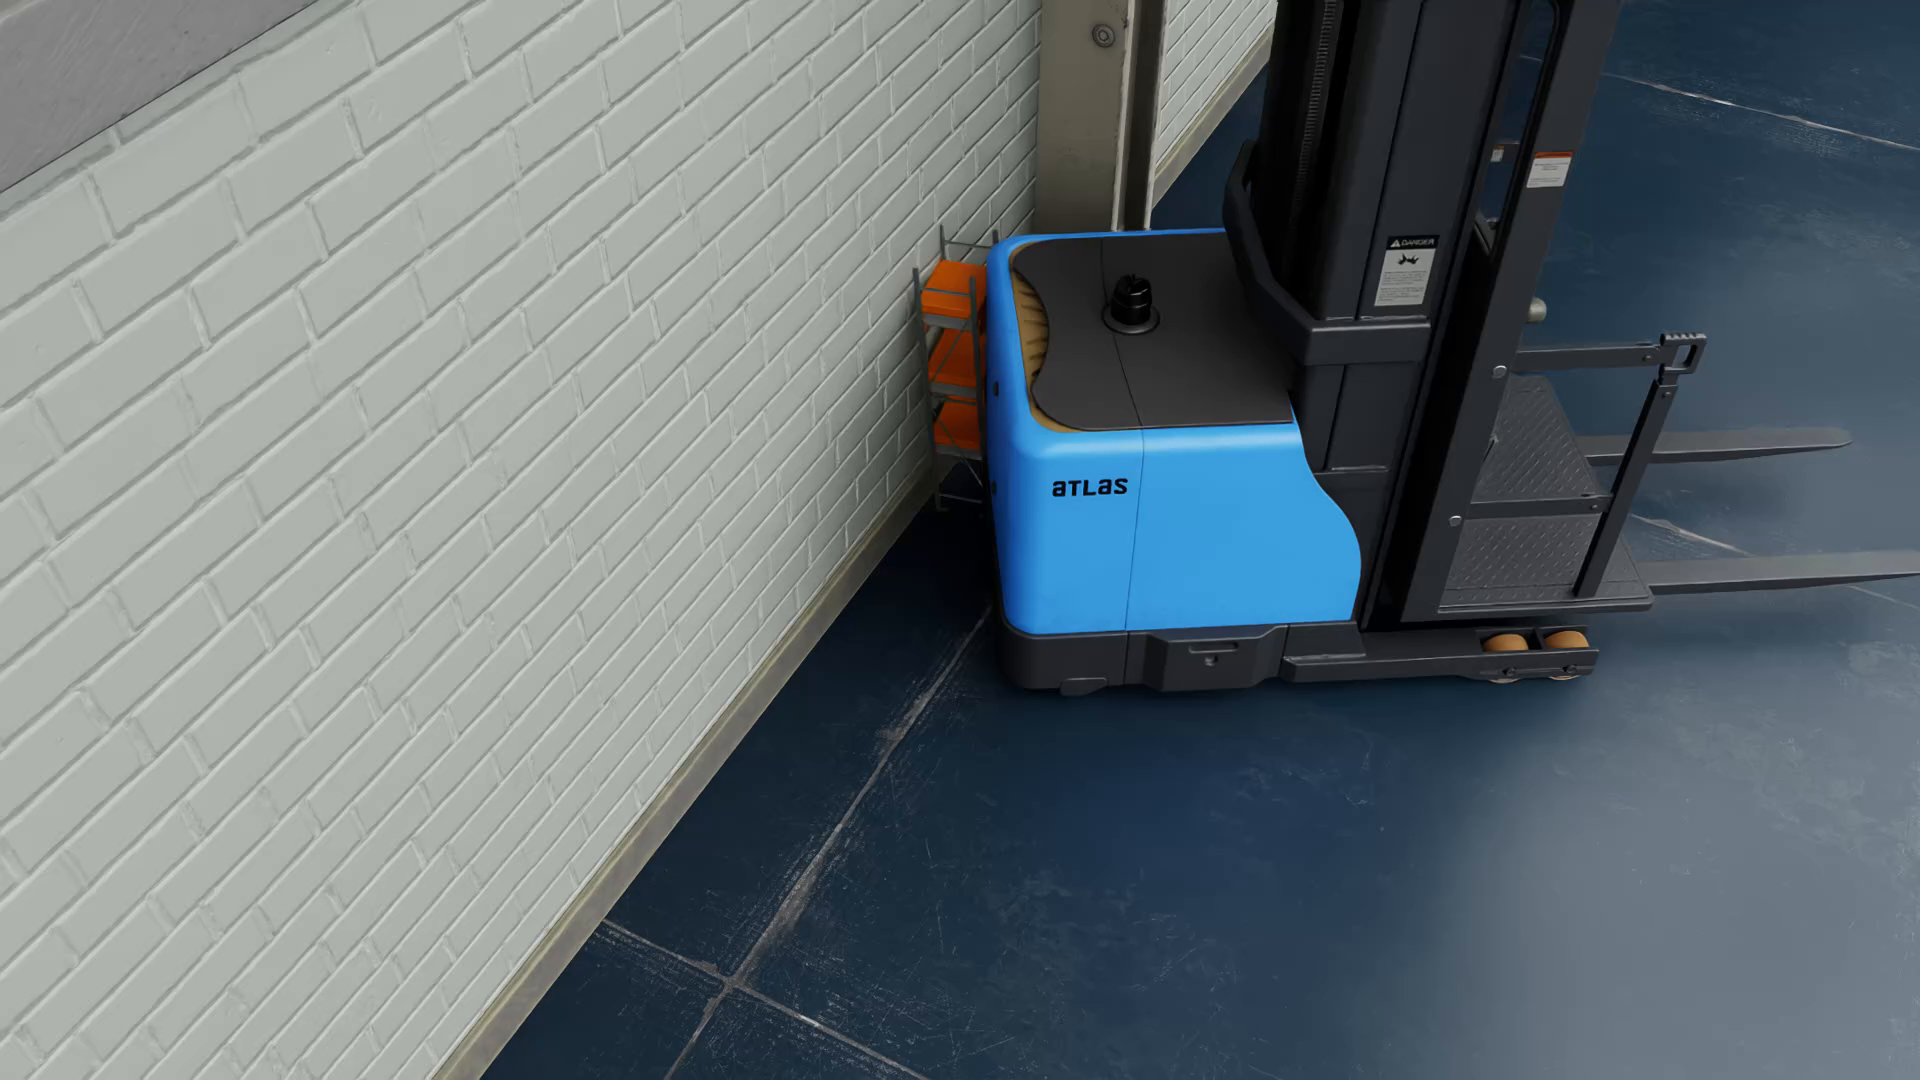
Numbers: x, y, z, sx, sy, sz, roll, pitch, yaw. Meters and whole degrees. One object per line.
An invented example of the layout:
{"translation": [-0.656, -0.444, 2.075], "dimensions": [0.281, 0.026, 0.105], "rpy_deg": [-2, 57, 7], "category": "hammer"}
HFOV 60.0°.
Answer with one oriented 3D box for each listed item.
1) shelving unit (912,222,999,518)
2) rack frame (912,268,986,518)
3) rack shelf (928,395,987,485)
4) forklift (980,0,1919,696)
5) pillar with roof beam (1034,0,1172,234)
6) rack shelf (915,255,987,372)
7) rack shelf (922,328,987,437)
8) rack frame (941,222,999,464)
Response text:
{"translation": [0.018, -0.541, 5.536], "dimensions": [0.215, 1.050, 0.252], "rpy_deg": [11, 48, 14], "category": "shelving unit"}
{"translation": [-0.020, -0.455, 5.458], "dimensions": [0.200, 1.050, 0.008], "rpy_deg": [11, 48, 14], "category": "rack frame"}
{"translation": [0.034, -0.342, 5.745], "dimensions": [0.215, 0.259, 0.240], "rpy_deg": [11, 48, 14], "category": "rack shelf"}
{"translation": [1.610, -0.951, 4.629], "dimensions": [3.031, 2.935, 1.130], "rpy_deg": [-3, 45, -3], "category": "forklift"}
{"translation": [4.301, -2.523, 1.917], "dimensions": [9.100, 9.000, 0.400], "rpy_deg": [20, 49, 19], "category": "pillar with roof beam"}
{"translation": [0.002, -0.728, 5.339], "dimensions": [0.215, 0.259, 0.240], "rpy_deg": [11, 48, 14], "category": "rack shelf"}
{"translation": [0.018, -0.533, 5.544], "dimensions": [0.215, 0.259, 0.240], "rpy_deg": [11, 48, 14], "category": "rack shelf"}
{"translation": [0.055, -0.626, 5.615], "dimensions": [0.200, 1.050, 0.008], "rpy_deg": [11, 48, 14], "category": "rack frame"}
